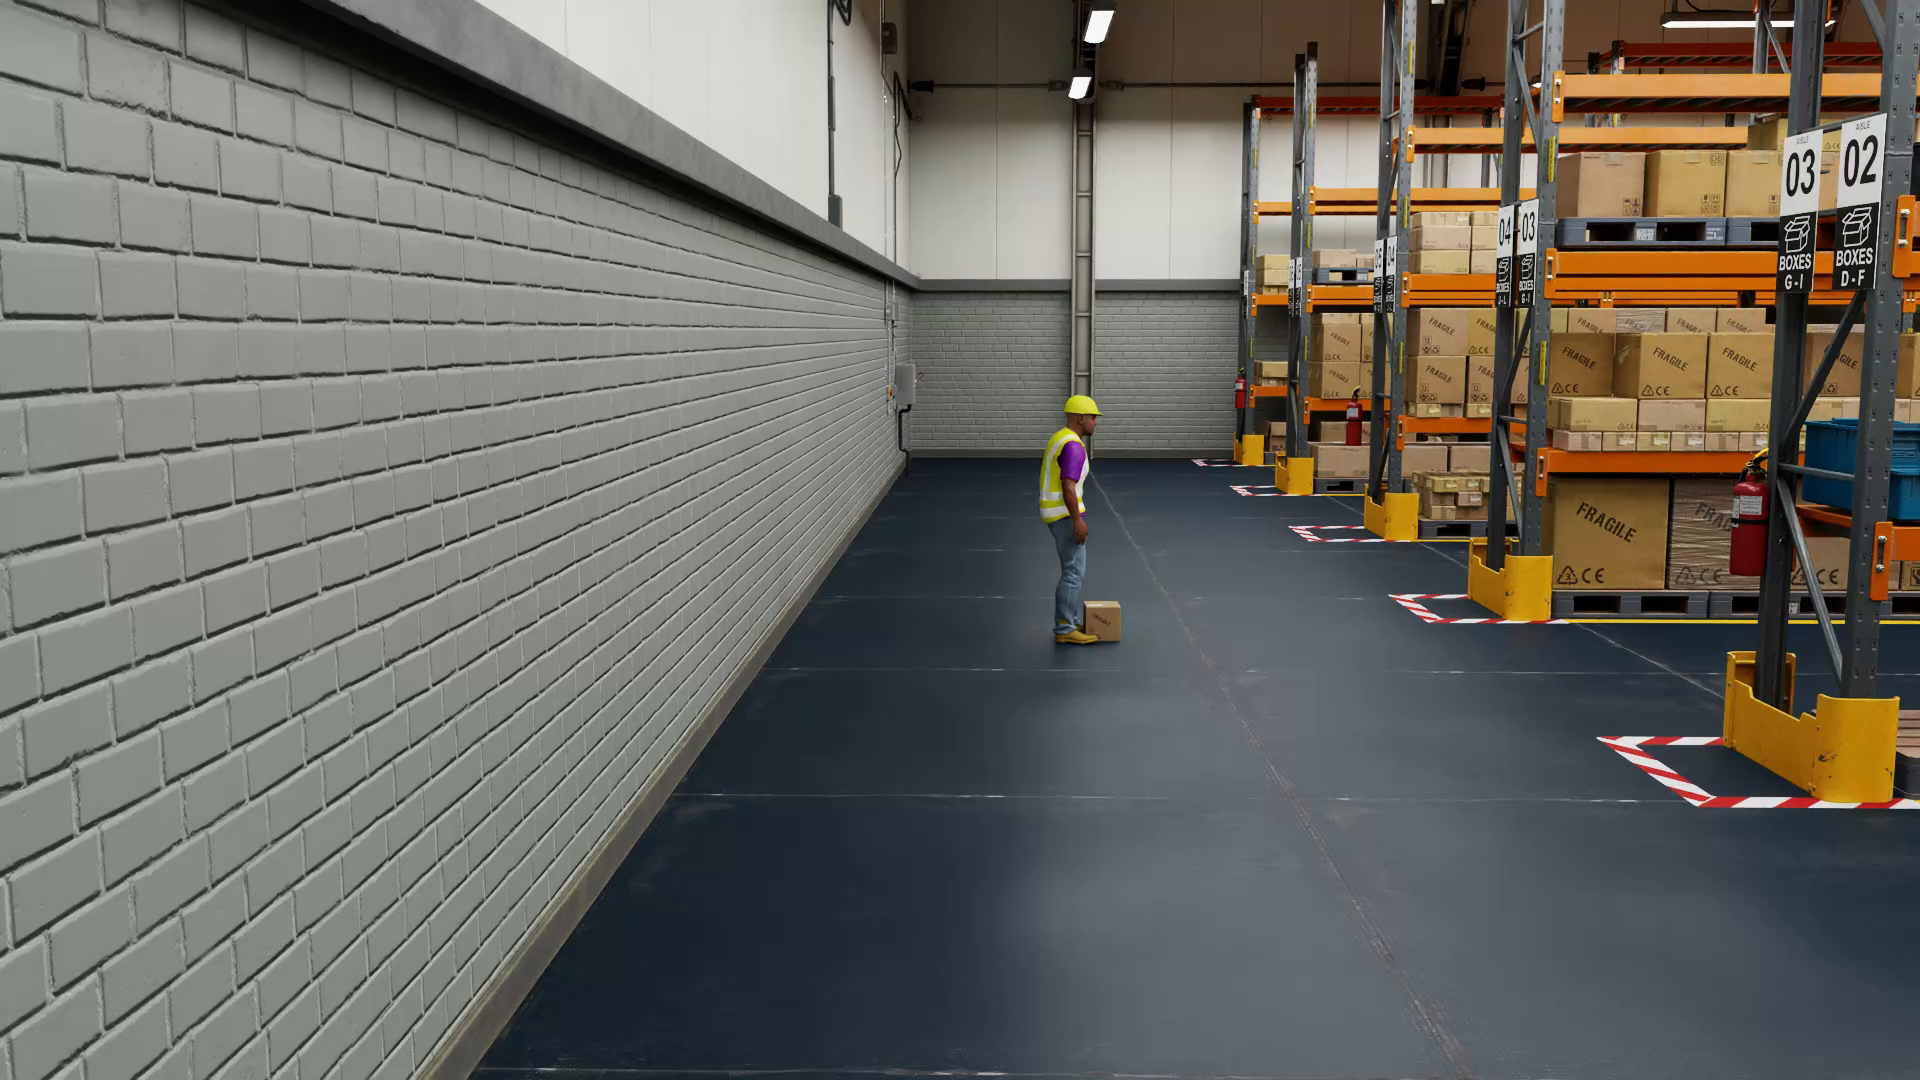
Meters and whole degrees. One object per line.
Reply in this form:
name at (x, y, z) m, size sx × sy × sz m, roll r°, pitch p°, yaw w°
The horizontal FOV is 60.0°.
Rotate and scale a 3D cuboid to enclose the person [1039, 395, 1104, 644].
person at (0.804, -0.160, 11.972) m, size 0.458 × 1.760 × 0.635 m, roll 0°, pitch 7°, yaw -2°
